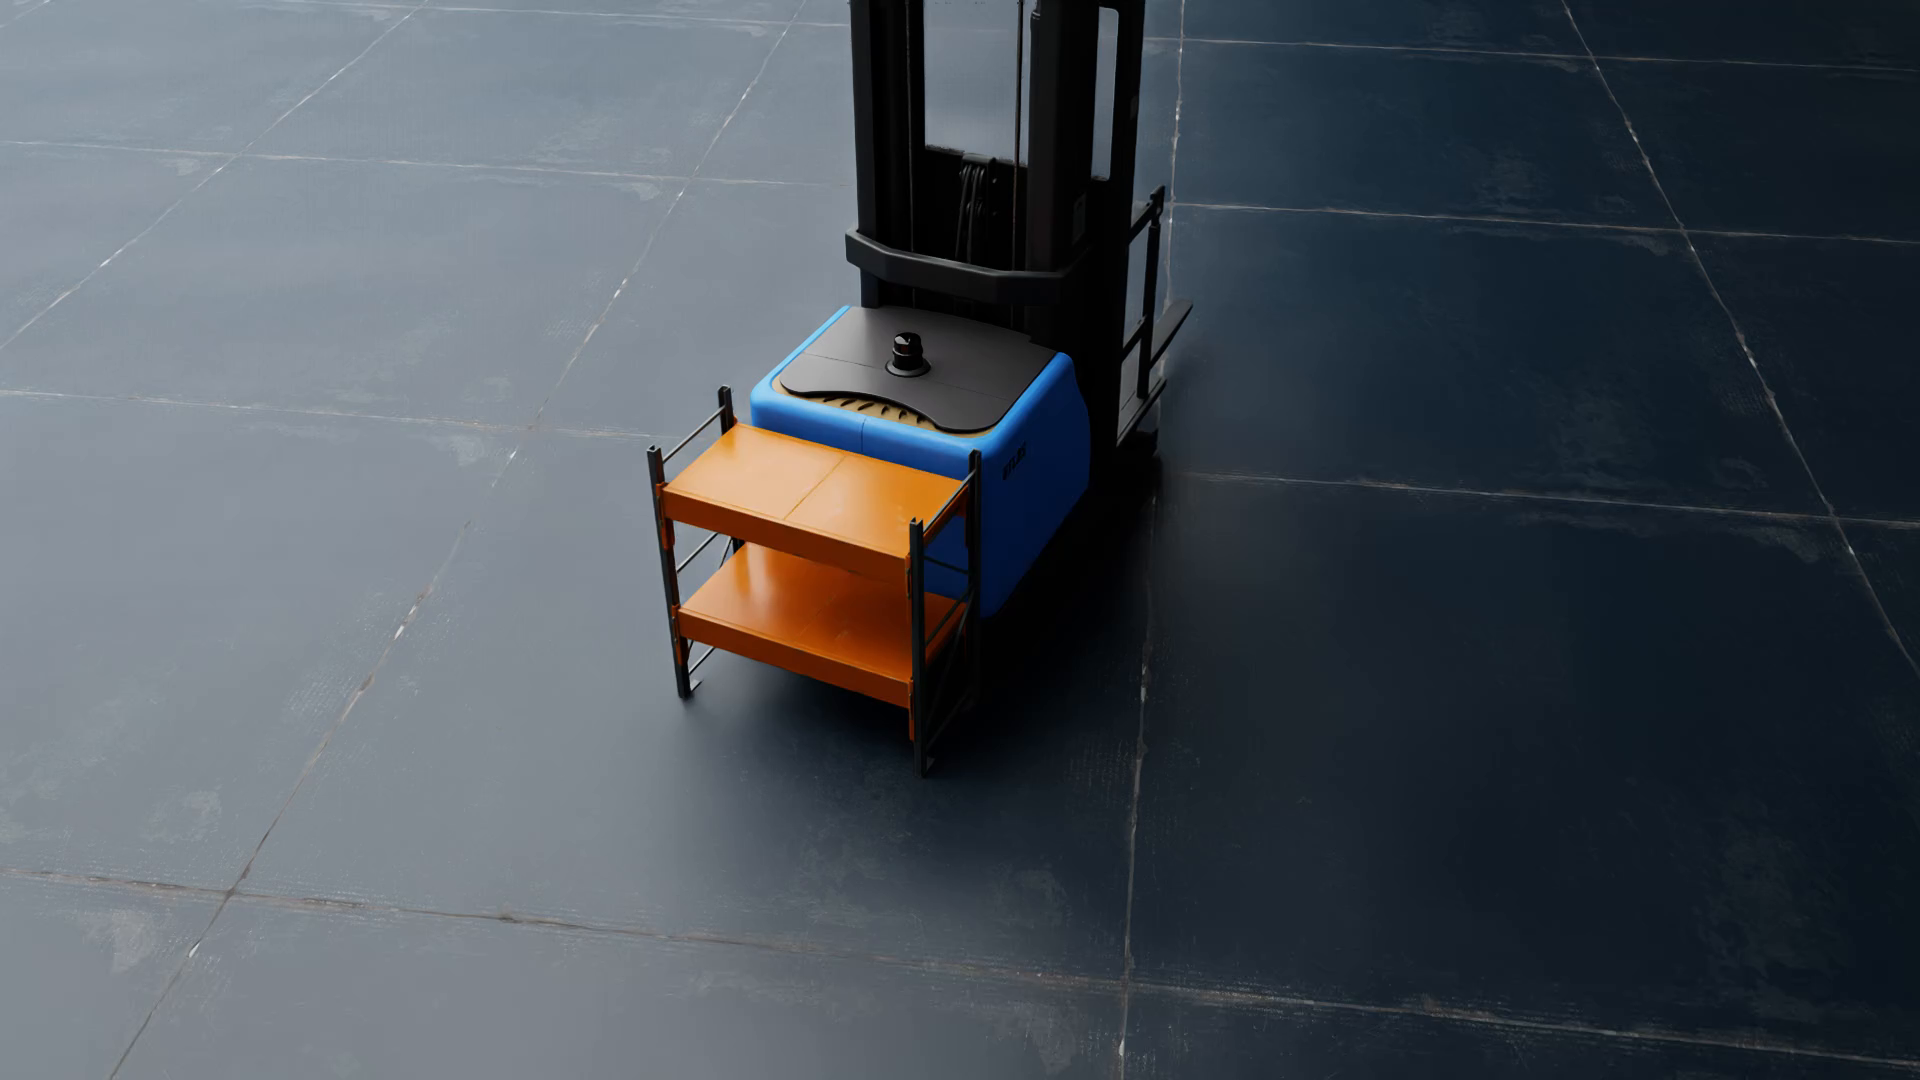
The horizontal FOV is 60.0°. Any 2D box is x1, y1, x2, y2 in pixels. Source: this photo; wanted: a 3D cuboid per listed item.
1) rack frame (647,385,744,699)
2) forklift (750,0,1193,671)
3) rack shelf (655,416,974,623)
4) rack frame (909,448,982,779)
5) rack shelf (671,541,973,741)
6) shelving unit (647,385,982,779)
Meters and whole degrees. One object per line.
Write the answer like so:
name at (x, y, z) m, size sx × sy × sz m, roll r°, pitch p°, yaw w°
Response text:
rack frame at (-0.963, 0.021, 6.253) m, size 0.032 × 1.125 × 0.500 m, roll 15°, pitch 38°, yaw 20°
forklift at (0.269, -1.535, 6.878) m, size 1.130 × 2.935 × 3.031 m, roll 15°, pitch 38°, yaw 20°
rack shelf at (-0.504, -0.091, 5.905) m, size 1.000 × 0.278 × 0.538 m, roll 15°, pitch 38°, yaw 20°
rack frame at (-0.045, 0.275, 5.897) m, size 0.032 × 1.125 × 0.500 m, roll 15°, pitch 38°, yaw 20°
rack shelf at (-0.504, 0.347, 6.217) m, size 1.000 × 0.278 × 0.538 m, roll 15°, pitch 38°, yaw 20°
shelving unit at (-0.504, 0.148, 6.075) m, size 1.048 × 1.125 × 0.538 m, roll 15°, pitch 38°, yaw 20°
